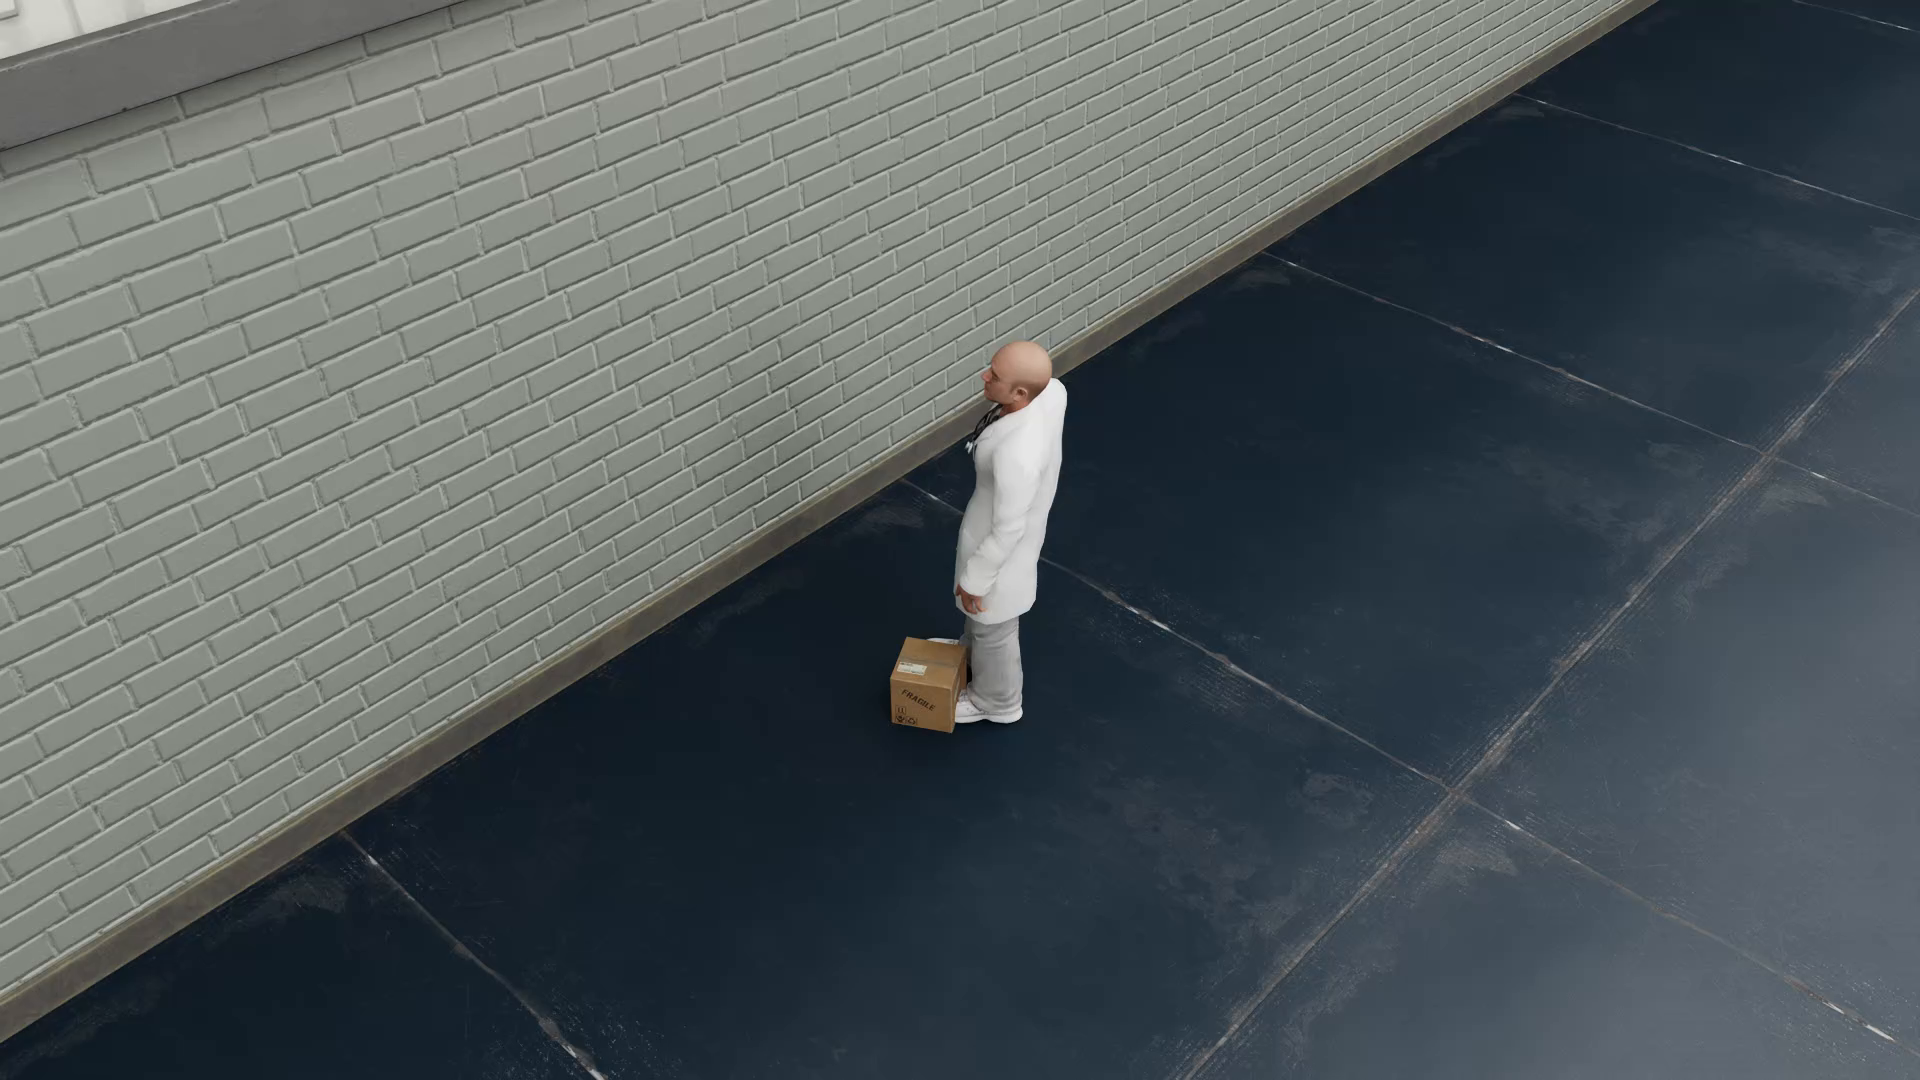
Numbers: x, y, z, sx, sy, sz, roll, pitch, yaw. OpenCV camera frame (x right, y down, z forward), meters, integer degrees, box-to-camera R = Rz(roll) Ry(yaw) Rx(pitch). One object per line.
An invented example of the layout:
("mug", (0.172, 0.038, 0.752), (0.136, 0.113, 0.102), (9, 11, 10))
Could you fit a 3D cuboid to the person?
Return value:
("person", (0.063, -0.012, 6.167), (0.580, 1.775, 0.694), (9, 40, 11))
